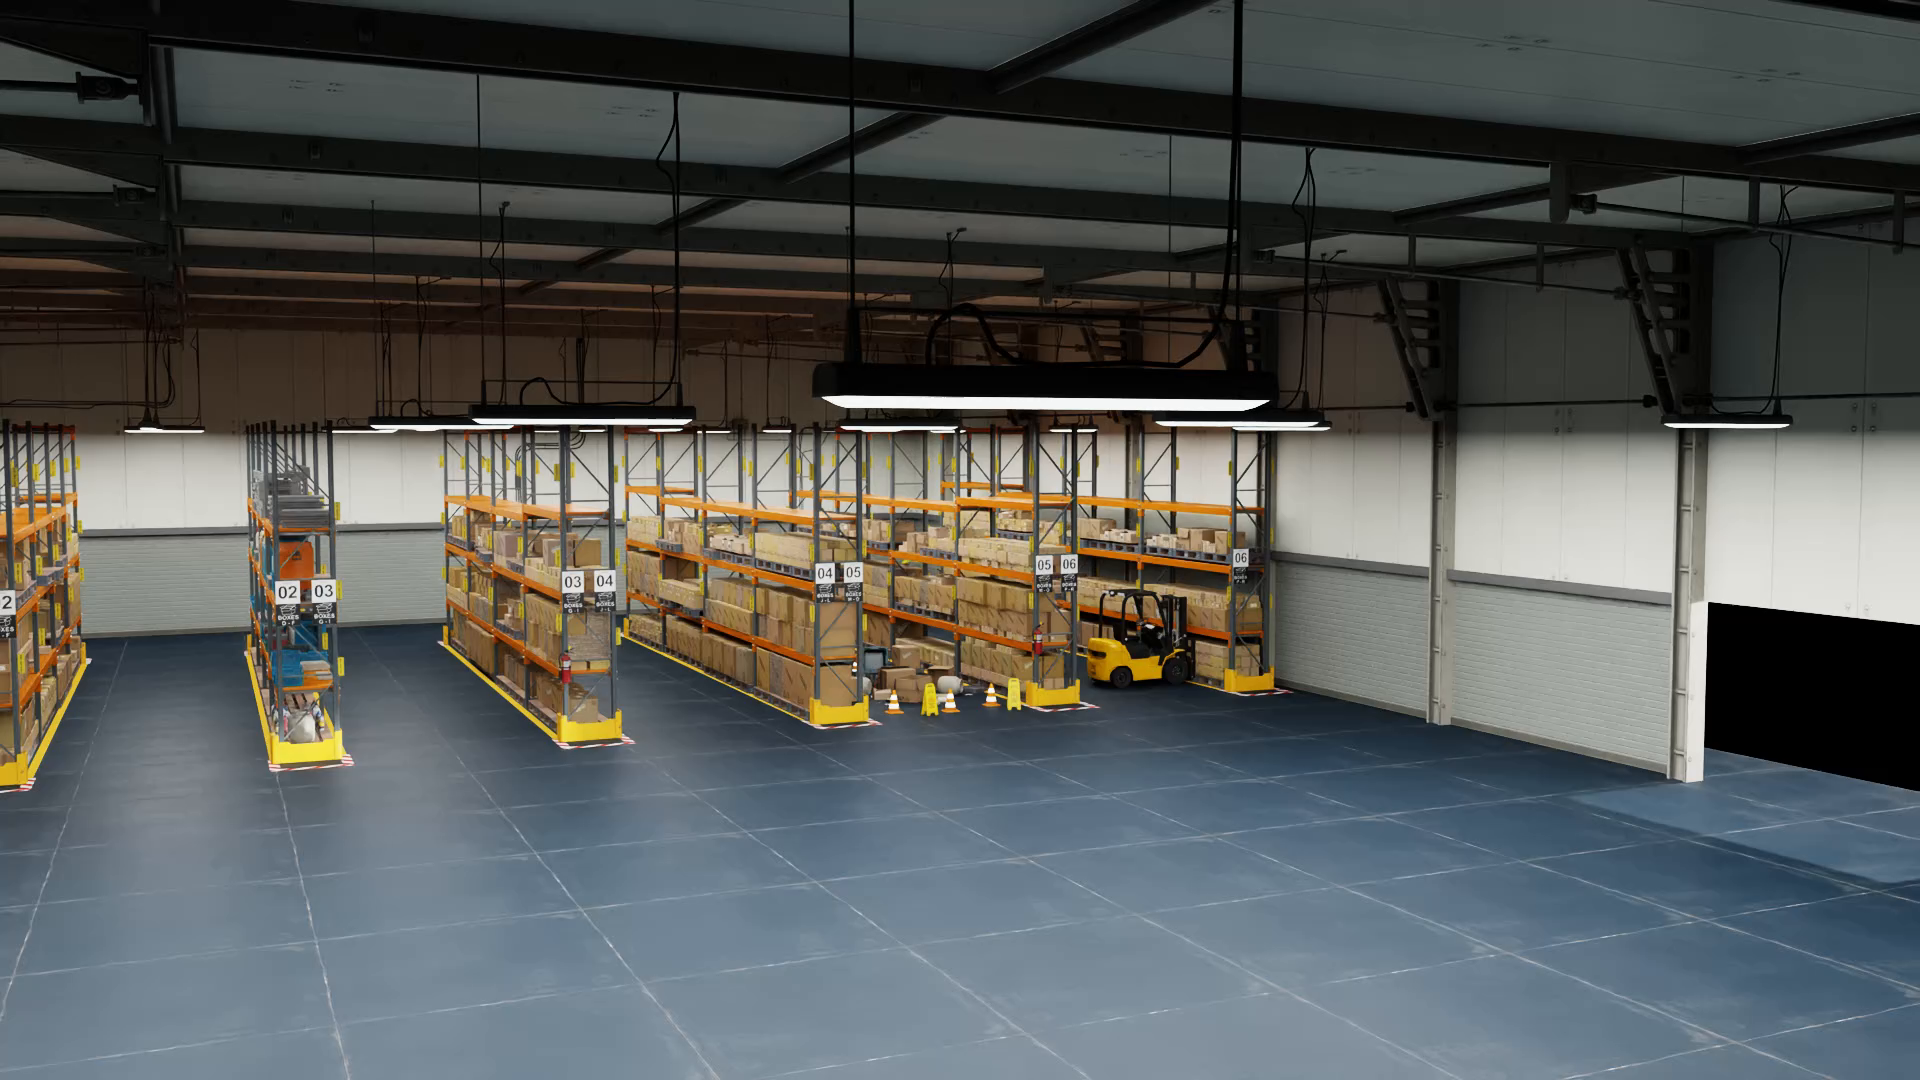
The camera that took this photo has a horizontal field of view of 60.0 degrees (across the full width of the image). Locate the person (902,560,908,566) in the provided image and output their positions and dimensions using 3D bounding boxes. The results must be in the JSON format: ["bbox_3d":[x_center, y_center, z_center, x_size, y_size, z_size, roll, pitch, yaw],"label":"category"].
[{"bbox_3d":[-1.737,1.499,53.341,0.636,1.758,0.577,-2,4,-29],"label":"person"}]

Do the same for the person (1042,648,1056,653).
[{"bbox_3d":[2.200,2.318,40.885,0.558,1.741,0.555,-3,5,-38],"label":"person"}]

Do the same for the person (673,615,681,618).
[{"bbox_3d":[-8.583,1.663,52.103,0.459,1.589,1.084,3,5,41],"label":"person"}]
